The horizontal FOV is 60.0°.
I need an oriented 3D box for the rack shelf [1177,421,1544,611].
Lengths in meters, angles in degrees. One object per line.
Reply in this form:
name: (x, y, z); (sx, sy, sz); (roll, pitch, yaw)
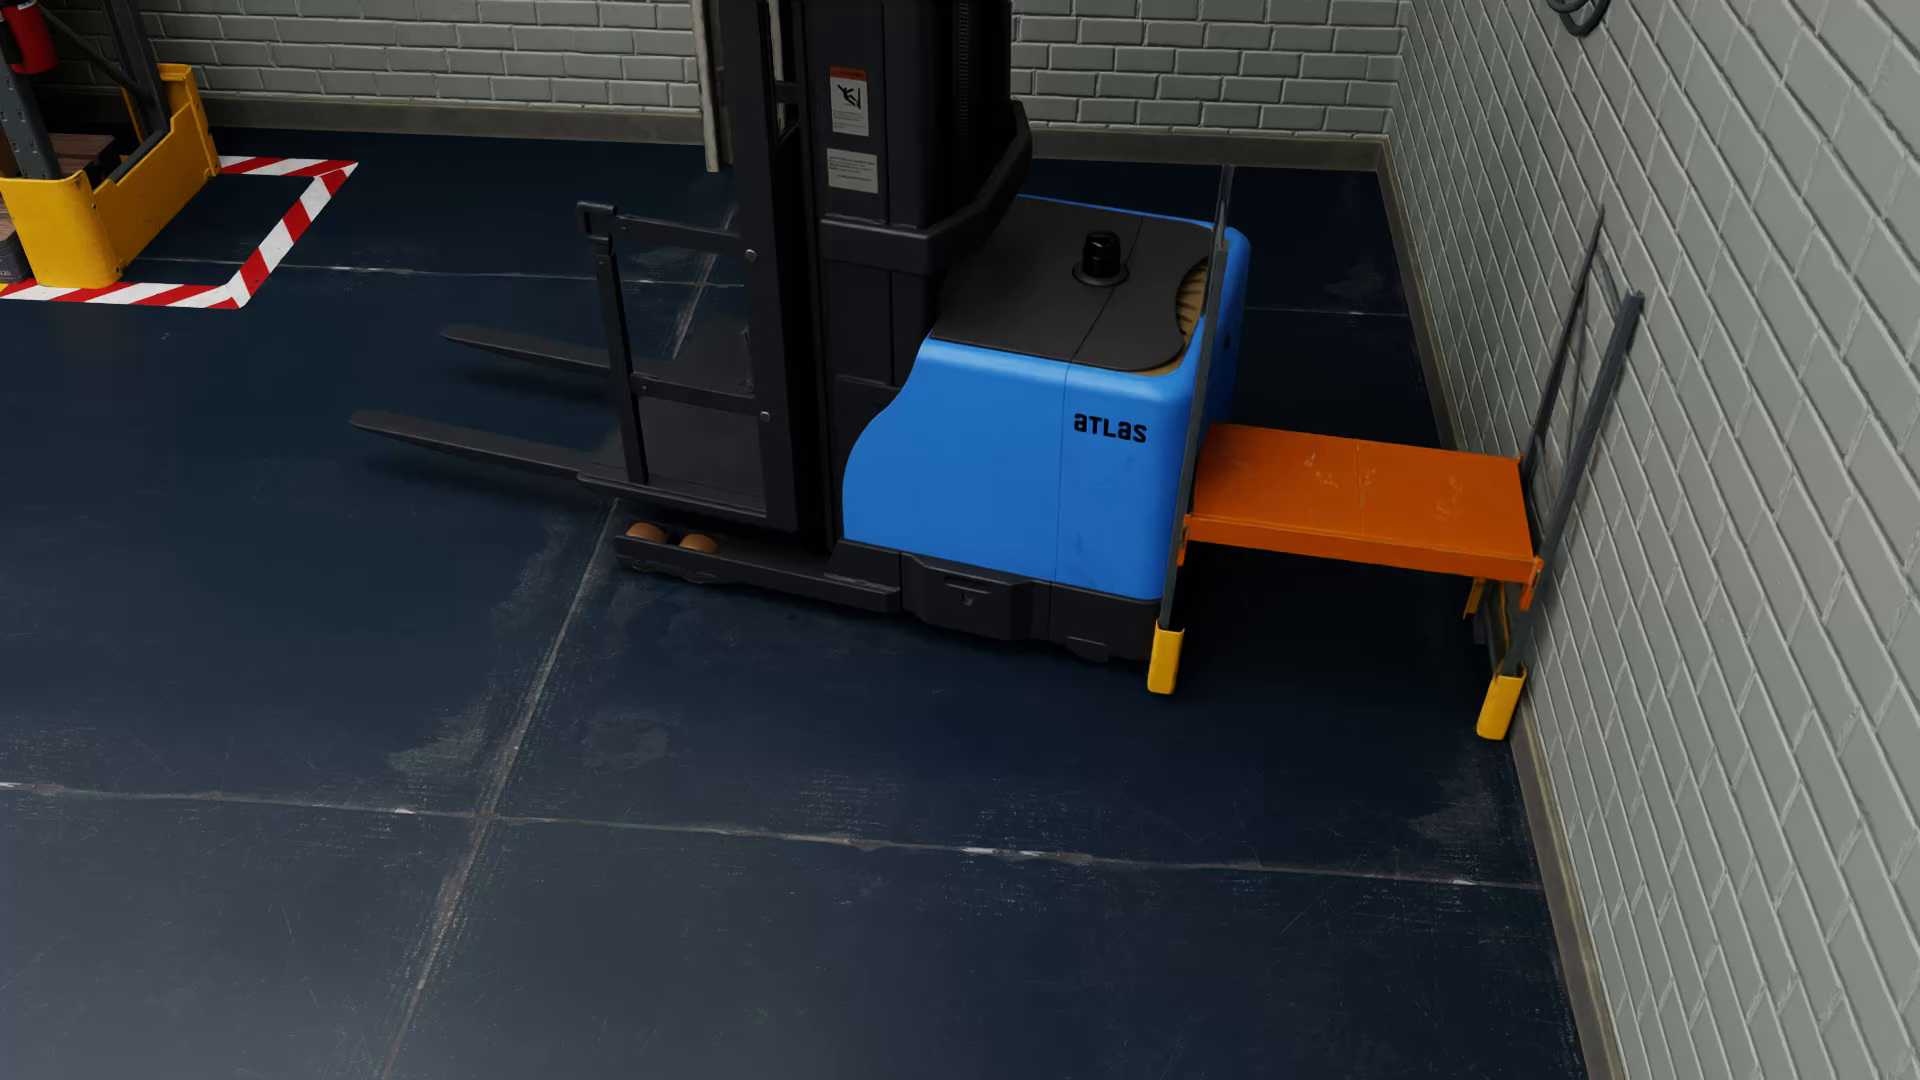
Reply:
rack shelf: (1.165, -0.091, 4.914); (1.000, 0.185, 0.538); (7, 39, 6)

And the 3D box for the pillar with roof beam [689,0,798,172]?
pillar with roof beam: (-1.363, -2.619, 1.840); (0.400, 9.000, 9.100); (3, 39, 4)

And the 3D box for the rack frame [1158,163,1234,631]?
rack frame: (0.670, -0.297, 4.852); (0.032, 1.500, 0.500); (7, 39, 6)

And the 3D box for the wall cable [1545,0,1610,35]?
wall cable: (1.848, -3.193, 5.004); (0.112, 2.526, 3.097); (3, 39, 4)

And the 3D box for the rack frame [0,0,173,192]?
rack frame: (-3.756, -2.603, 6.572); (0.127, 3.000, 1.000); (3, 39, 4)

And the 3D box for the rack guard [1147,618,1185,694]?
rack guard: (0.665, 0.192, 5.241); (0.087, 0.250, 0.587); (7, 39, 6)

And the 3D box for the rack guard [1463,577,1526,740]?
rack guard: (1.648, 0.321, 5.142); (0.087, 0.250, 0.587); (7, 39, 6)

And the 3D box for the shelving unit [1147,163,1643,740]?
shelving unit: (1.181, -0.230, 4.800); (1.083, 1.500, 0.587); (7, 39, 6)

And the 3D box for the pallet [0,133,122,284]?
pallet: (-4.559, -1.516, 7.446); (1.213, 0.211, 1.003); (3, 39, 4)

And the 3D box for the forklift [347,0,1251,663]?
forklift: (-0.641, -1.295, 5.019); (3.031, 2.935, 1.130); (12, 41, 14)

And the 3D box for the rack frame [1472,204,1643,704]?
rack frame: (1.673, -0.166, 4.751); (0.032, 1.500, 0.500); (7, 39, 6)

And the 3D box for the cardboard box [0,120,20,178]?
cardboard box: (-4.462, -1.772, 7.198); (0.500, 0.500, 0.700); (3, 39, 4)

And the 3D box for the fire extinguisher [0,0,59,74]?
fire extinguisher: (-3.646, -2.130, 6.348); (0.183, 0.674, 0.296); (3, 39, 4)

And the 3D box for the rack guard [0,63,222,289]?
rack guard: (-3.732, -1.633, 7.360); (0.348, 0.500, 1.175); (3, 39, 4)
